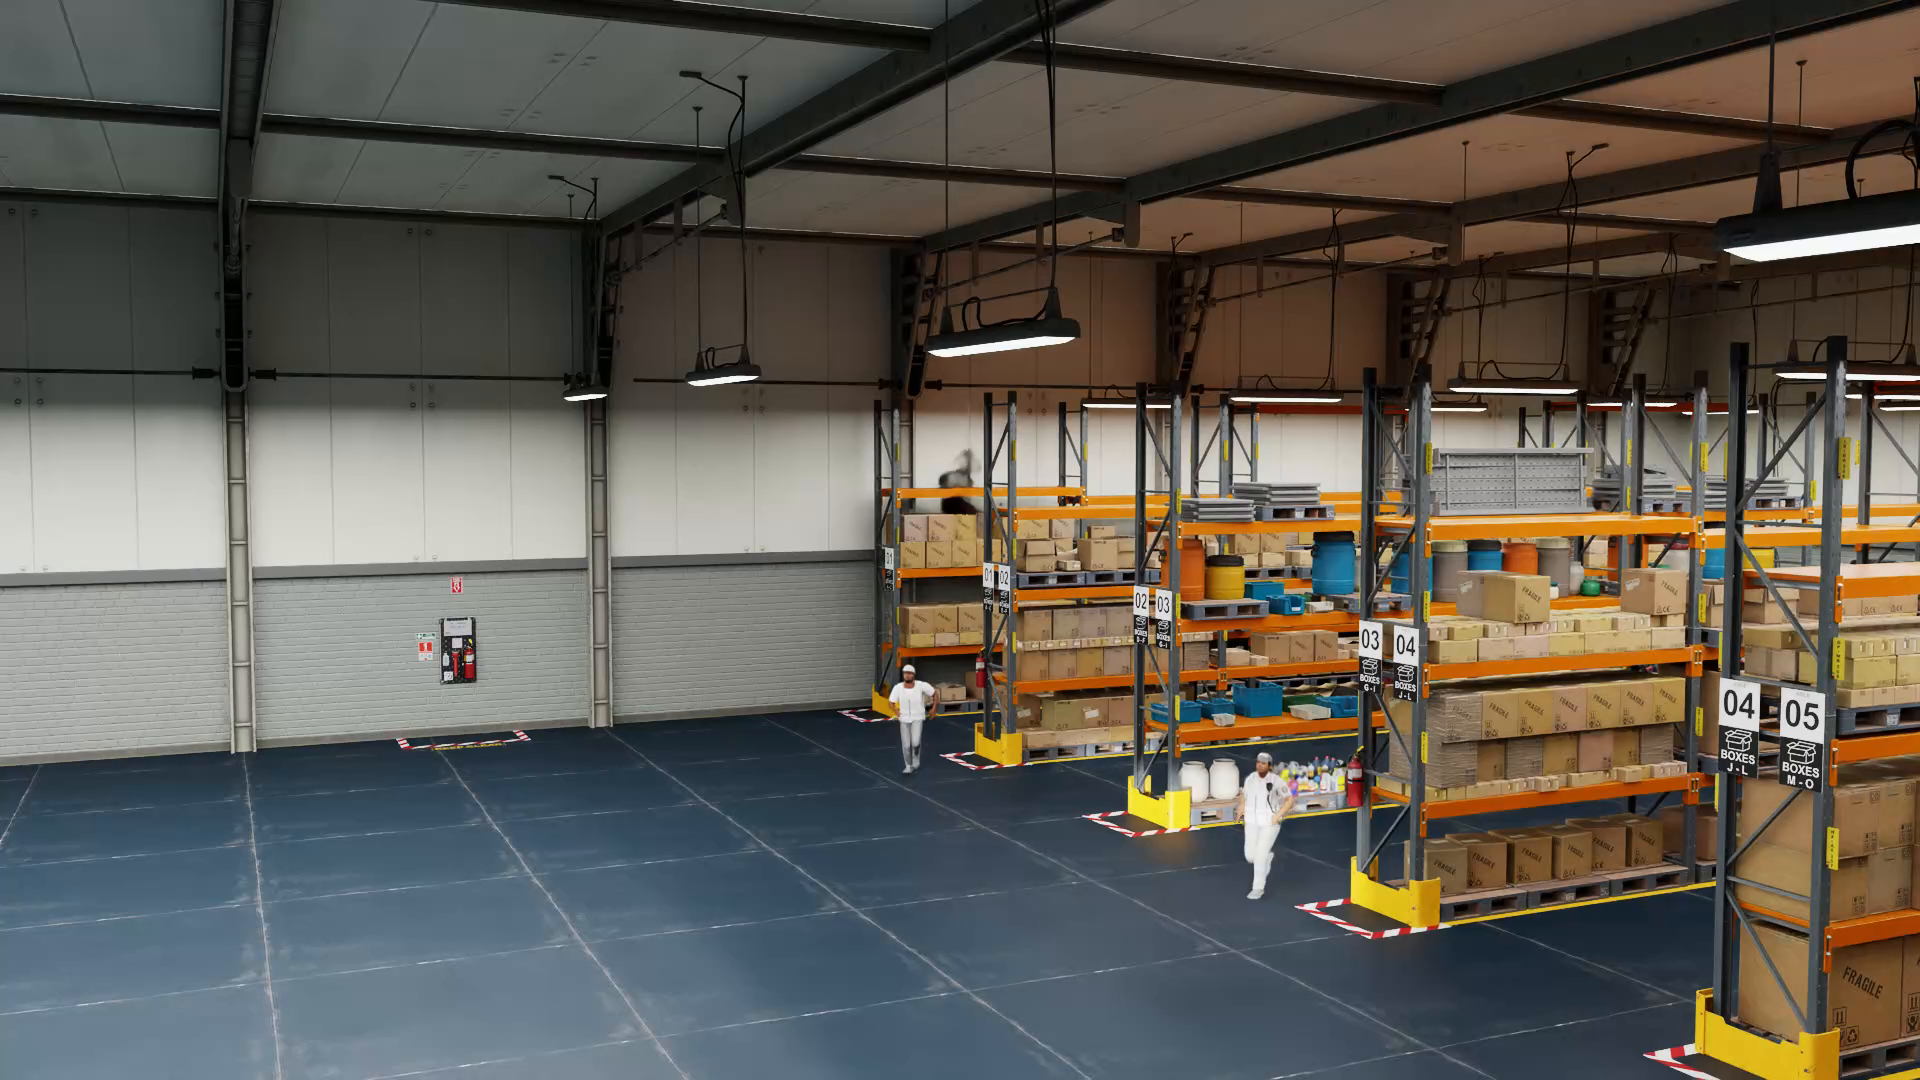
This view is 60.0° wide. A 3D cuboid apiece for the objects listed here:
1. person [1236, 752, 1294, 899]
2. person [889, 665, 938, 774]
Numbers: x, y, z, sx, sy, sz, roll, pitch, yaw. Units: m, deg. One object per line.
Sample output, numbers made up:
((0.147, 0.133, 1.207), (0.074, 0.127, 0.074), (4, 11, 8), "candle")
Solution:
((3.482, 3.250, 19.078), (0.625, 1.633, 0.672), (2, 4, 36), "person")
((-0.740, 2.787, 25.714), (0.738, 1.717, 0.725), (0, 3, 8), "person")
